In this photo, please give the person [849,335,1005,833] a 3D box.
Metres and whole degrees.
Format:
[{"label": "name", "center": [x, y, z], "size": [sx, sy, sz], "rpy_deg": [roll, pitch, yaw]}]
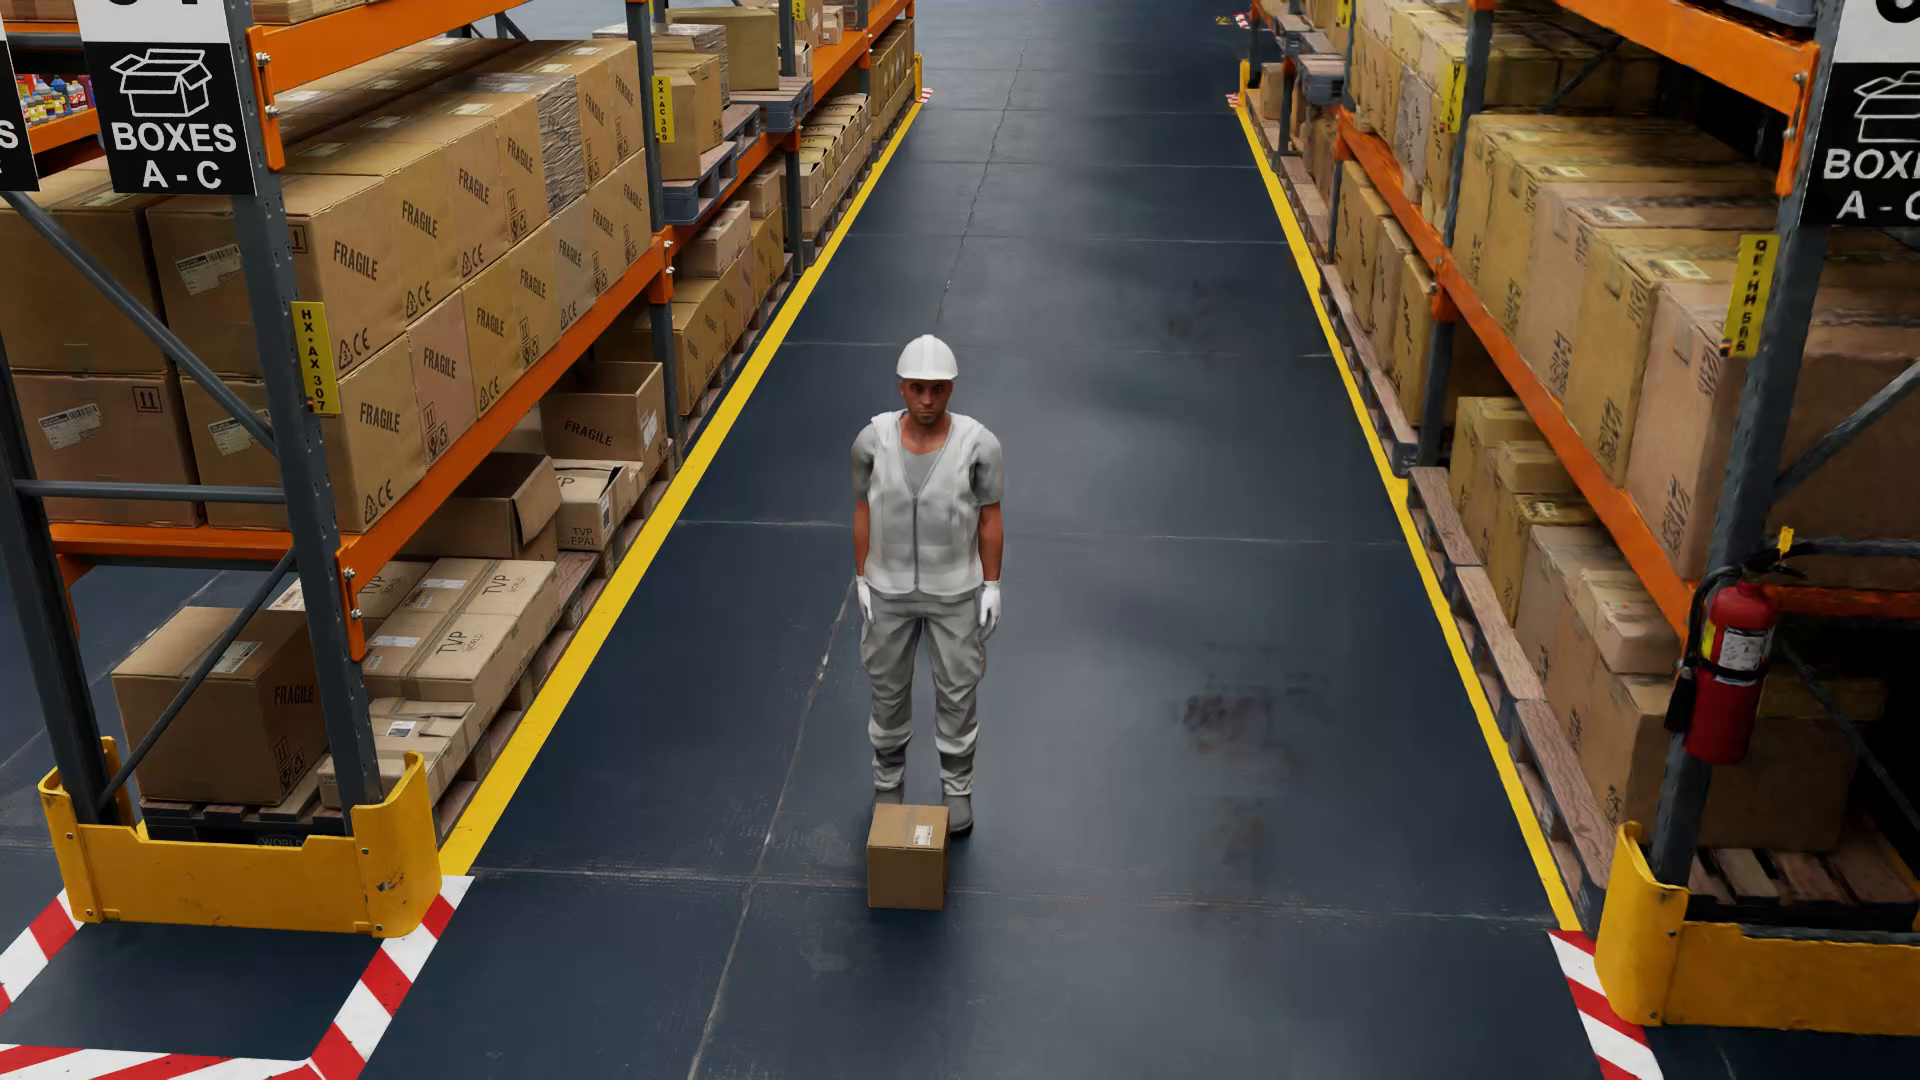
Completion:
[{"label": "person", "center": [-0.115, 0.184, 5.706], "size": [0.524, 1.819, 0.358], "rpy_deg": [2, 24, 5]}]
